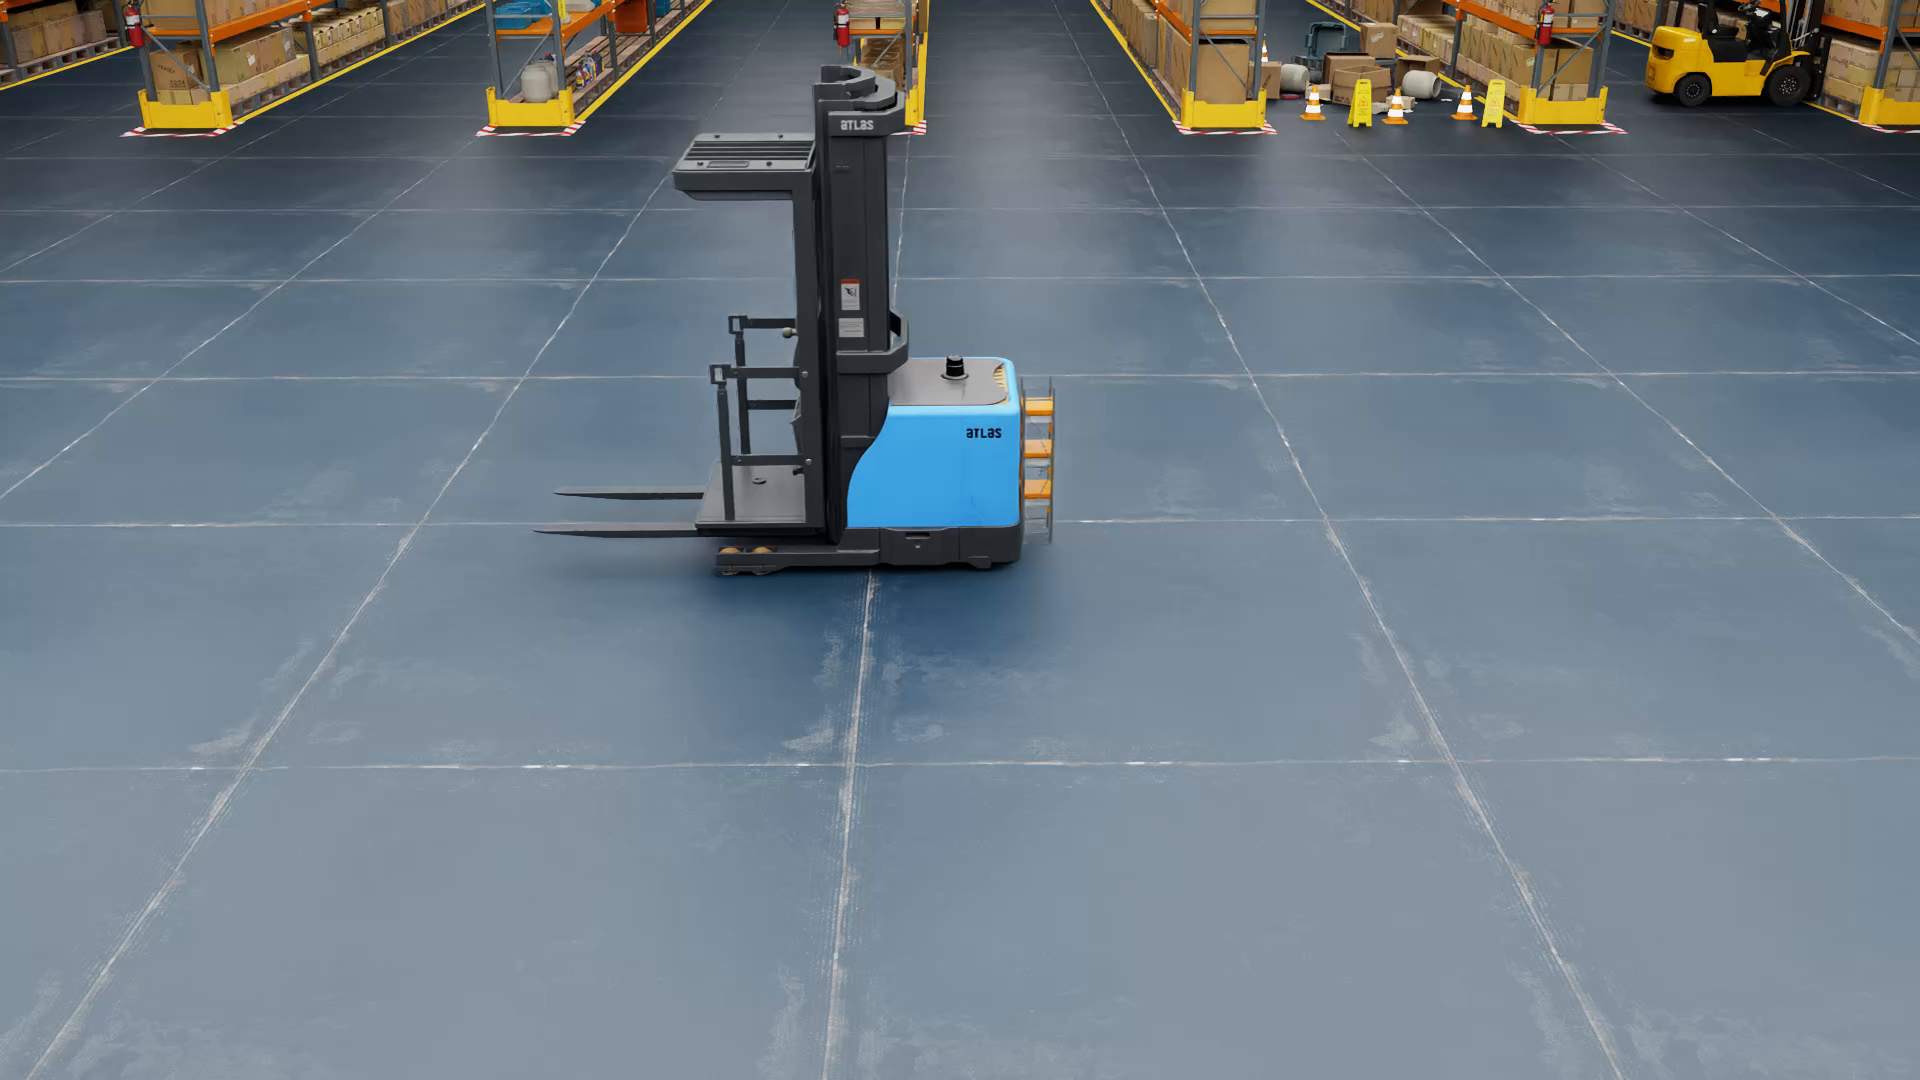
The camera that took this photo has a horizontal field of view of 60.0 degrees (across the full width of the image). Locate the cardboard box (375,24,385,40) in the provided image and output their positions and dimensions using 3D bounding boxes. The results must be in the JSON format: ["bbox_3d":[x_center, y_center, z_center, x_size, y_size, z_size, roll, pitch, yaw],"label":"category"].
[{"bbox_3d":[-10.924,-9.352,30.615,0.500,0.250,0.500,0,24,1],"label":"cardboard box"}]

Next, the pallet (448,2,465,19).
[{"bbox_3d":[-11.224,-11.290,35.456,1.003,0.211,1.213,0,24,-1],"label":"pallet"}]

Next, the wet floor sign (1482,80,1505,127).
[{"bbox_3d":[7.660,-6.264,23.818,0.267,0.644,0.232,8,26,18],"label":"wet floor sign"}]

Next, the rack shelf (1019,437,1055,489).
[{"bbox_3d":[0.487,-0.494,10.595,0.215,0.259,0.240,-1,24,-2],"label":"rack shelf"}]

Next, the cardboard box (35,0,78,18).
[{"bbox_3d":[-16.124,-9.477,29.653,0.500,0.250,0.500,0,24,0],"label":"cardboard box"}]

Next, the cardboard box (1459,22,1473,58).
[{"bbox_3d":[8.421,-8.104,26.946,0.500,0.500,0.500,1,24,2],"label":"cardboard box"}]

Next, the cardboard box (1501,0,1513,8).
[{"bbox_3d":[8.444,-8.236,24.838,0.500,0.500,0.500,0,24,-1],"label":"cardboard box"}]

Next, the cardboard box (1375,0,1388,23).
[{"bbox_3d":[8.711,-10.592,32.599,0.875,0.875,0.875,0,24,0],"label":"cardboard box"}]

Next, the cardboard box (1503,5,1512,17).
[{"bbox_3d":[8.426,-7.986,25.071,0.380,0.149,0.250,-1,24,-1],"label":"cardboard box"}]

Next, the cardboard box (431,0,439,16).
[{"bbox_3d":[-10.929,-10.933,33.783,0.500,0.500,0.500,0,24,0],"label":"cardboard box"}]

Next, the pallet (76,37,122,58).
[{"bbox_3d":[-16.120,-9.013,30.421,1.003,0.211,1.213,0,24,-1],"label":"pallet"}]

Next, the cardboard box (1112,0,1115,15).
[{"bbox_3d":[3.392,-11.048,34.061,0.500,0.500,0.500,1,24,1],"label":"cardboard box"}]

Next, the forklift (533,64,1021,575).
[{"bbox_3d":[-1.147,-1.338,10.152,3.031,2.935,1.130,0,24,-1],"label":"forklift"}]

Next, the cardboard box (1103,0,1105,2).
[{"bbox_3d":[3.292,-11.780,36.106,0.380,0.149,0.250,0,24,-1],"label":"cardboard box"}]

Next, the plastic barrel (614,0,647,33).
[{"bbox_3d":[-6.243,-10.054,31.463,0.600,0.830,0.708,0,24,-1],"label":"plastic barrel"}]

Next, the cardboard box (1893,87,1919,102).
[{"bbox_3d":[13.882,-6.586,24.498,0.500,0.250,0.500,0,24,0],"label":"cardboard box"}]

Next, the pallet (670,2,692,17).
[{"bbox_3d":[-6.311,-11.330,35.546,1.003,0.211,1.213,0,24,-1],"label":"pallet"}]

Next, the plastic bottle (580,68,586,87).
[{"bbox_3d":[-5.826,-7.158,25.699,0.061,0.283,0.133,0,24,0],"label":"plastic bottle"}]

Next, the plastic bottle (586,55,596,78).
[{"bbox_3d":[-5.876,-7.519,26.415,0.144,0.351,0.185,0,24,-1],"label":"plastic bottle"}]

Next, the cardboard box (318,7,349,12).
[{"bbox_3d":[-11.462,-9.606,30.496,0.500,0.311,0.500,1,24,1],"label":"cardboard box"}]

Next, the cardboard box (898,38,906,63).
[{"bbox_3d":[-1.210,-8.338,28.046,0.700,0.500,0.500,-2,24,-5],"label":"cardboard box"}]

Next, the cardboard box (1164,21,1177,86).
[{"bbox_3d":[3.687,-7.597,25.976,0.875,0.875,0.875,0,24,0],"label":"cardboard box"}]

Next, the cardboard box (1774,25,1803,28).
[{"bbox_3d":[13.335,-8.075,26.577,0.500,0.250,0.500,0,24,0],"label":"cardboard box"}]

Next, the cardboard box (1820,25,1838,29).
[{"bbox_3d":[13.867,-8.076,26.579,0.500,0.250,0.500,-1,24,-1],"label":"cardboard box"}]

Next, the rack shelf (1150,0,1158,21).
[{"bbox_3d":[3.714,-9.501,28.990,1.077,0.370,4.000,0,24,-1],"label":"rack shelf"}]

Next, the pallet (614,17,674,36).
[{"bbox_3d":[-6.282,-10.205,33.058,1.003,0.211,1.213,0,24,-1],"label":"pallet"}]

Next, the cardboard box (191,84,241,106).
[{"bbox_3d":[-10.870,-6.493,24.294,0.500,0.250,0.500,0,24,-1],"label":"cardboard box"}]

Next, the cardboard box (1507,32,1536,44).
[{"bbox_3d":[8.388,-7.476,24.769,0.380,0.149,0.250,0,24,1],"label":"cardboard box"}]

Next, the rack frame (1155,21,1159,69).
[{"bbox_3d":[3.736,-9.004,27.019,1.000,3.000,0.127,0,24,-1],"label":"rack frame"}]

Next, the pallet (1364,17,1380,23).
[{"bbox_3d":[8.697,-10.273,33.207,1.003,0.211,1.213,0,24,-1],"label":"pallet"}]

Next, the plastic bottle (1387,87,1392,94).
[{"bbox_3d":[6.824,-7.189,26.572,0.133,0.061,0.283,4,25,9],"label":"plastic bottle"}]

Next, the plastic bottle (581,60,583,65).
[{"bbox_3d":[-5.979,-7.477,26.405,0.061,0.283,0.133,0,24,-1],"label":"plastic bottle"}]

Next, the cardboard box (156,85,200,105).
[{"bbox_3d":[-11.388,-6.491,24.288,0.500,0.250,0.500,0,24,-1],"label":"cardboard box"}]

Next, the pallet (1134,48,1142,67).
[{"bbox_3d":[3.636,-8.556,29.410,1.003,0.211,1.213,0,24,-1],"label":"pallet"}]

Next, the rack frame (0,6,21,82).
[{"bbox_3d":[-16.084,-8.957,26.914,1.000,3.000,0.127,0,24,-1],"label":"rack frame"}]

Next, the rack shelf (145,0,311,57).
[{"bbox_3d":[-11.109,-7.829,25.293,1.077,0.370,4.000,0,24,-1],"label":"rack shelf"}]

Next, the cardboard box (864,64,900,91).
[{"bbox_3d":[-1.171,-6.685,24.415,0.500,0.500,0.500,4,25,9],"label":"cardboard box"}]

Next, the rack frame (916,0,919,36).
[{"bbox_3d":[-1.268,-10.672,30.706,1.000,3.000,0.127,0,24,-1],"label":"rack frame"}]

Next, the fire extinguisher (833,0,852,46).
[{"bbox_3d":[-1.641,-7.291,23.325,0.296,0.674,0.183,0,24,-1],"label":"fire extinguisher"}]

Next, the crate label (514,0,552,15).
[{"bbox_3d":[-6.424,-8.127,25.035,0.502,0.435,0.616,0,24,-1],"label":"crate label"}]

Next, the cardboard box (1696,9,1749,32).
[{"bbox_3d":[13.620,-9.046,29.483,0.875,0.625,0.625,-1,24,-3],"label":"cardboard box"}]

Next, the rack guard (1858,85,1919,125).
[{"bbox_3d":[13.692,-6.295,24.062,1.175,0.500,0.348,0,24,-1],"label":"rack guard"}]

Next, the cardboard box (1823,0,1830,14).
[{"bbox_3d":[13.405,-8.323,25.392,0.500,0.500,0.500,0,24,0],"label":"cardboard box"}]

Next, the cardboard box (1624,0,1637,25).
[{"bbox_3d":[13.382,-10.388,32.602,0.500,0.500,0.500,1,24,2],"label":"cardboard box"}]

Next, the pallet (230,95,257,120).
[{"bbox_3d":[-11.137,-6.377,24.594,1.003,0.211,1.213,0,24,-1],"label":"pallet"}]

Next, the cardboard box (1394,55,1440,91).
[{"bbox_3d":[7.336,-7.483,26.685,0.500,0.500,0.500,19,30,35],"label":"cardboard box"}]

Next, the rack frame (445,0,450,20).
[{"bbox_3d":[-11.218,-12.277,34.256,1.000,3.000,0.127,0,24,-1],"label":"rack frame"}]

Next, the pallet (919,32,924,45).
[{"bbox_3d":[-1.202,-9.727,32.000,1.003,0.211,1.213,0,24,-1],"label":"pallet"}]

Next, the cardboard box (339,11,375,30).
[{"bbox_3d":[-10.910,-9.394,30.028,0.500,0.311,0.500,-1,24,-1],"label":"cardboard box"}]

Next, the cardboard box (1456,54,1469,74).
[{"bbox_3d":[8.421,-7.763,27.100,0.500,0.250,0.500,-1,24,-3],"label":"cardboard box"}]

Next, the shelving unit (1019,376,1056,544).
[{"bbox_3d":[0.487,-0.504,10.590,0.215,1.050,0.252,-1,24,-2],"label":"shelving unit"}]

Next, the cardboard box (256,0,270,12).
[{"bbox_3d":[-11.105,-8.420,25.605,0.700,0.500,0.500,0,24,0],"label":"cardboard box"}]

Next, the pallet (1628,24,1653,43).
[{"bbox_3d":[13.634,-9.778,32.113,1.003,0.211,1.213,0,24,-1],"label":"pallet"}]

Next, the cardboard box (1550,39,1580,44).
[{"bbox_3d":[8.985,-7.259,25.077,0.500,0.500,0.500,-1,24,-3],"label":"cardboard box"}]

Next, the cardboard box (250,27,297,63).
[{"bbox_3d":[-10.913,-7.865,26.417,0.500,0.500,0.500,0,24,-1],"label":"cardboard box"}]
